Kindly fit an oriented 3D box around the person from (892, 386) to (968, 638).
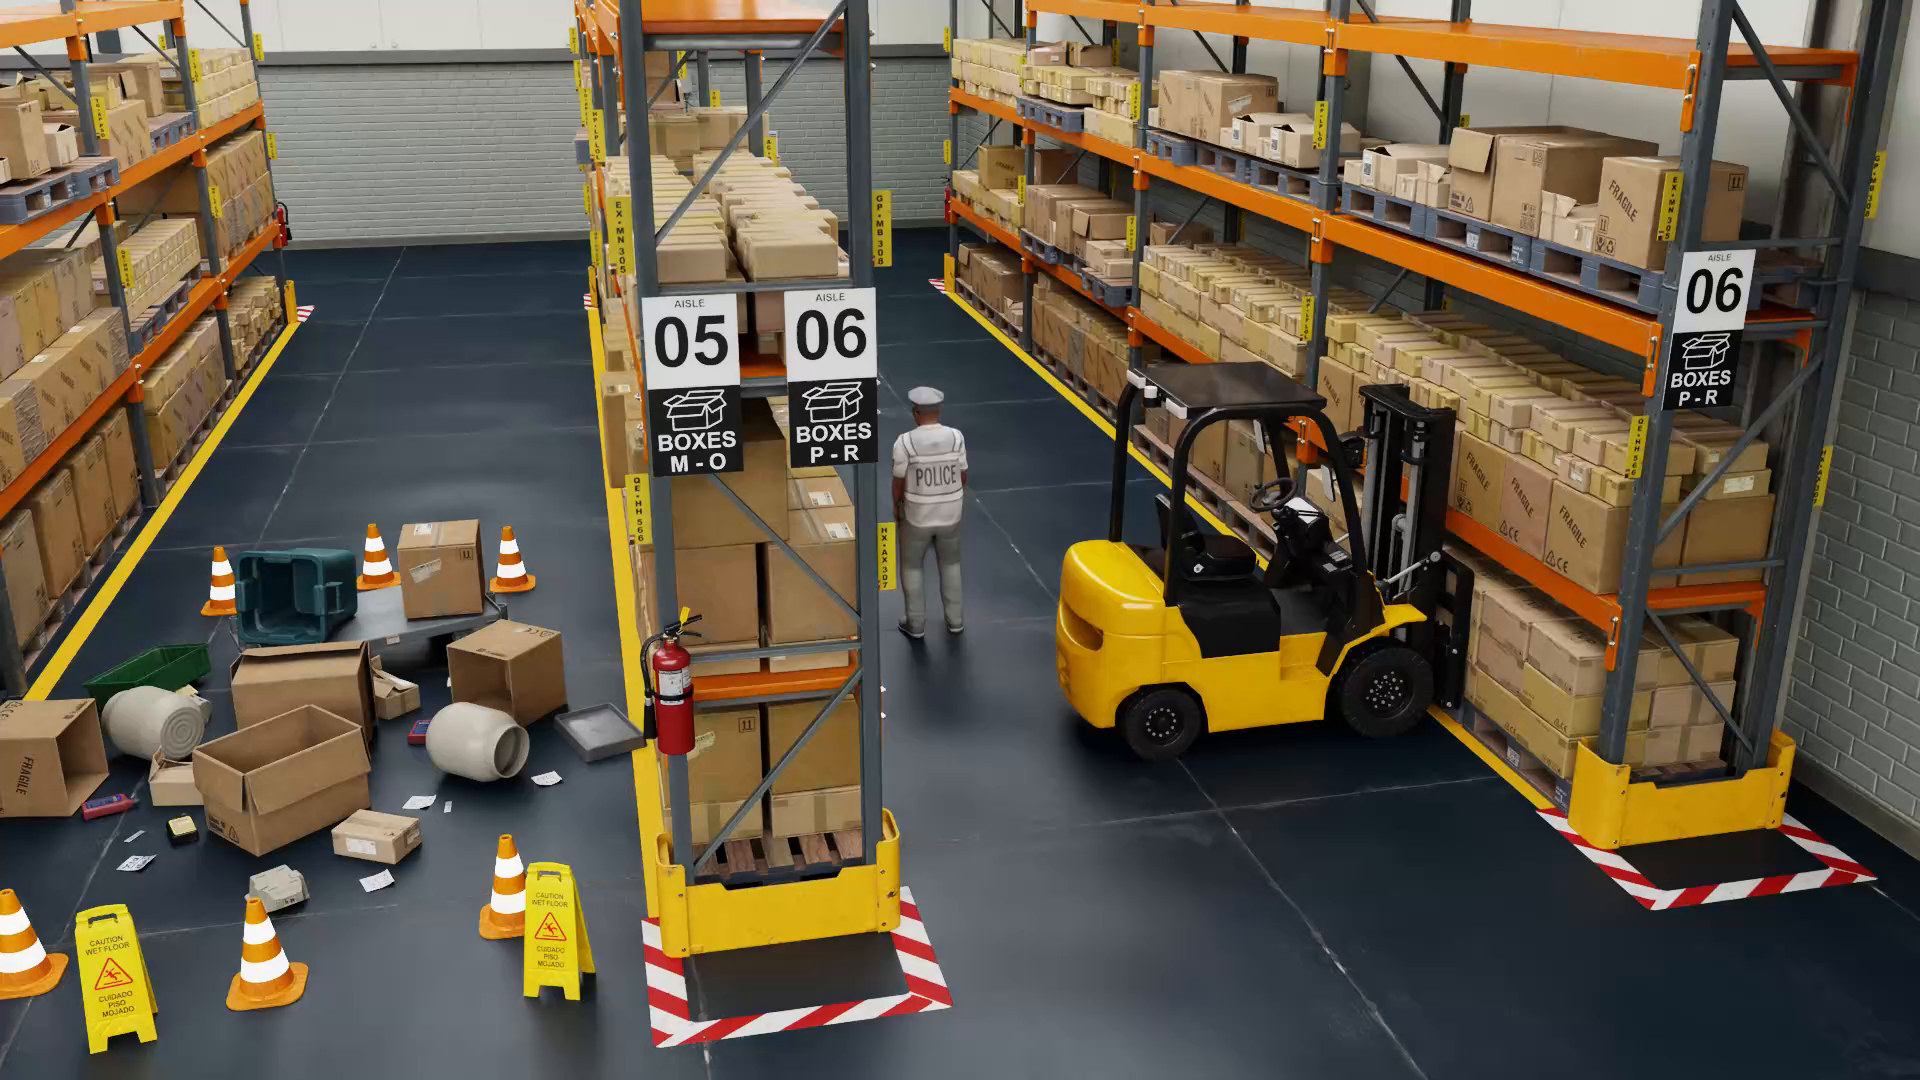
[{"bbox_3d":[-0.212,-0.182,11.551,0.547,1.763,0.444,-6,20,-17],"label":"person"}]
